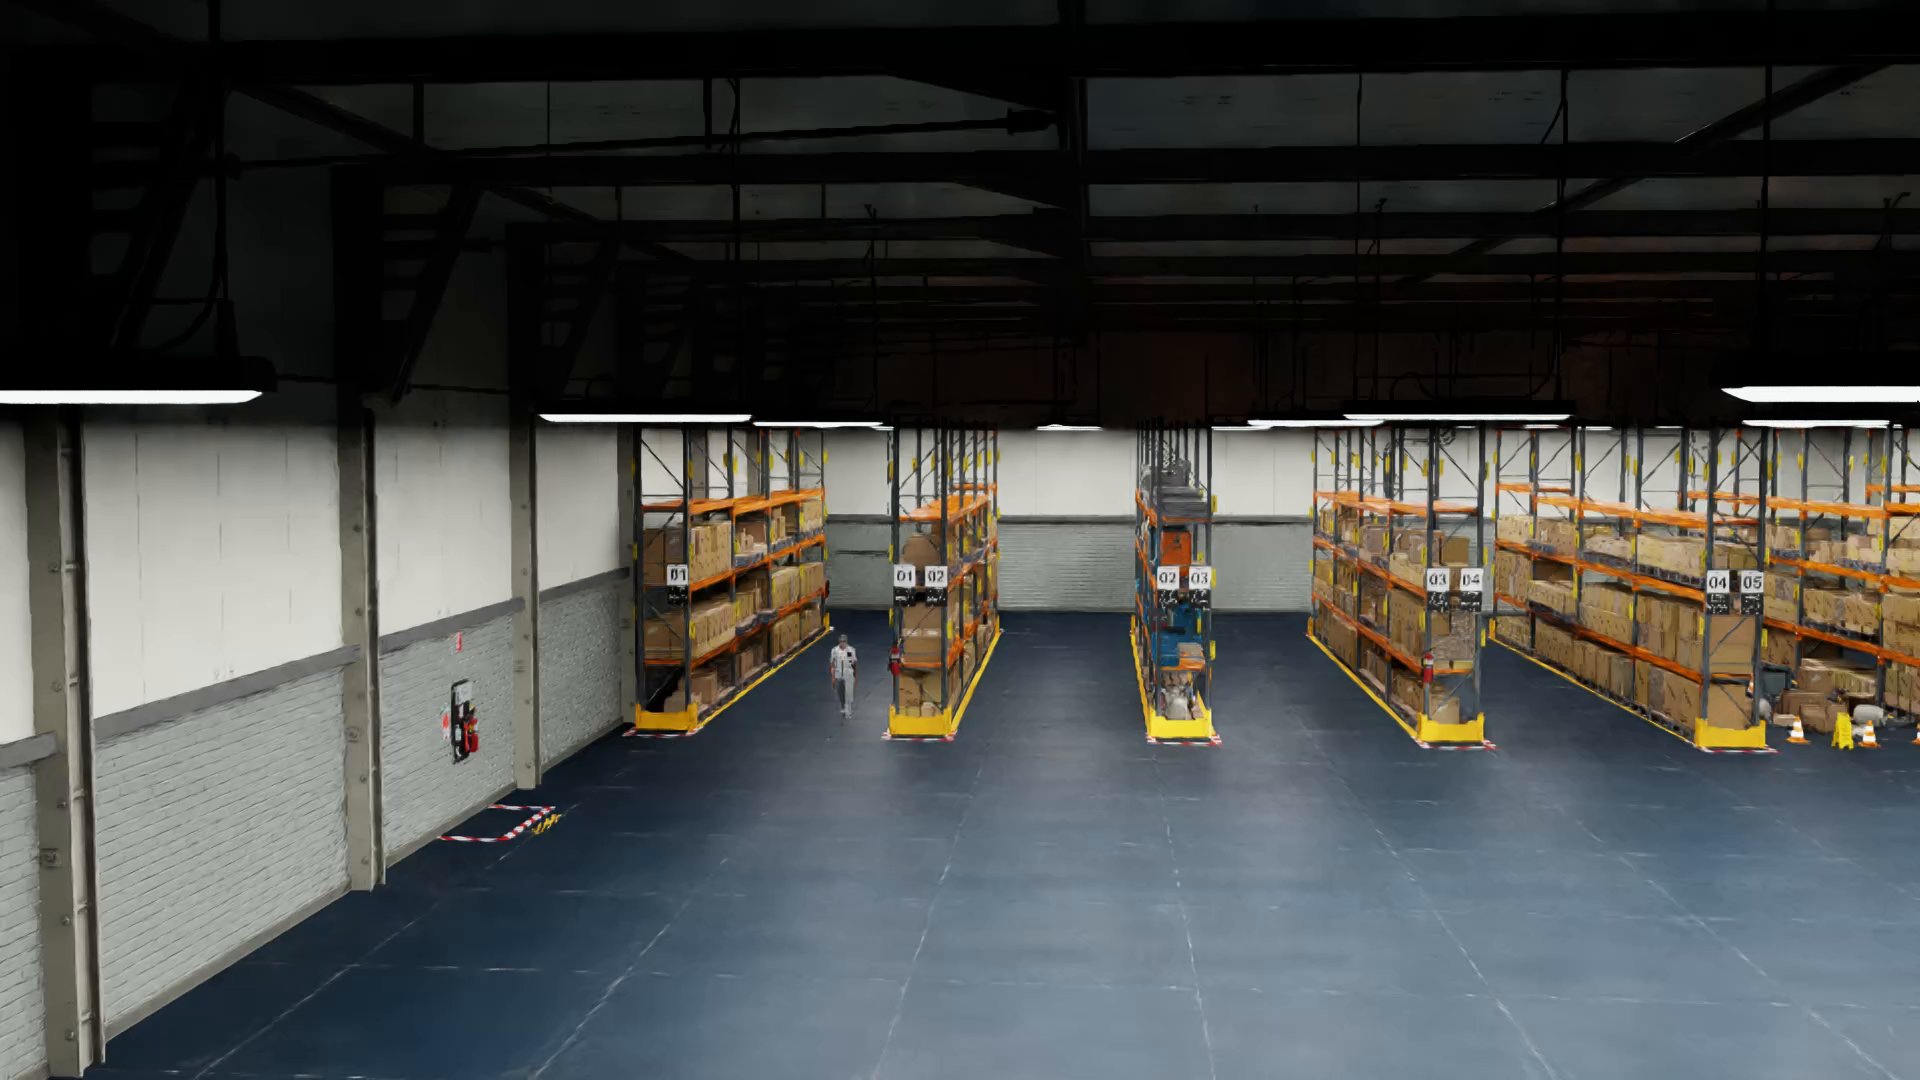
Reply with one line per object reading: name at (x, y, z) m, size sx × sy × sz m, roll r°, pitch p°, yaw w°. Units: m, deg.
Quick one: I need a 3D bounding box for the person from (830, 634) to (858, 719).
person at (-2.339, 2.697, 33.246) m, size 0.542 × 1.675 × 1.126 m, roll 0°, pitch 4°, yaw 7°

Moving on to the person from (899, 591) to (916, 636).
person at (-1.387, 1.856, 46.256) m, size 0.719 × 1.714 × 0.578 m, roll 0°, pitch 4°, yaw 3°
